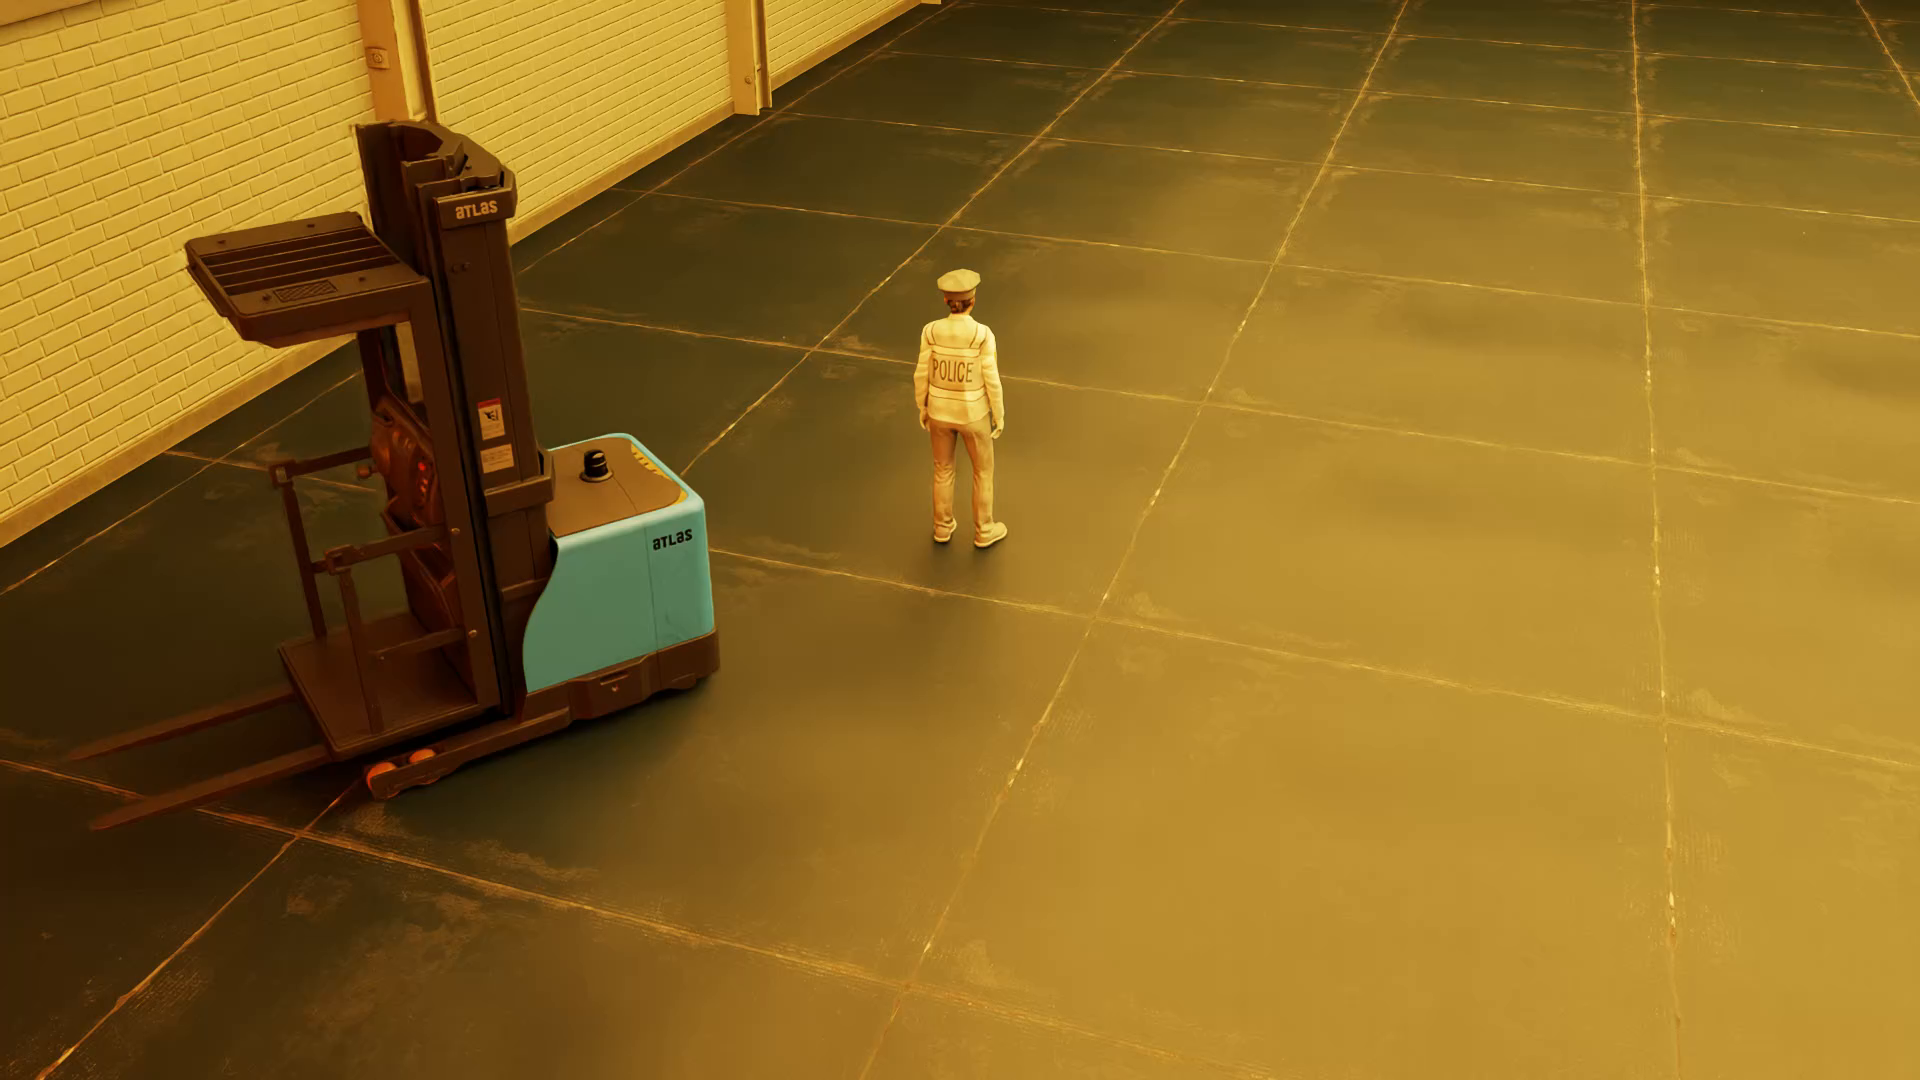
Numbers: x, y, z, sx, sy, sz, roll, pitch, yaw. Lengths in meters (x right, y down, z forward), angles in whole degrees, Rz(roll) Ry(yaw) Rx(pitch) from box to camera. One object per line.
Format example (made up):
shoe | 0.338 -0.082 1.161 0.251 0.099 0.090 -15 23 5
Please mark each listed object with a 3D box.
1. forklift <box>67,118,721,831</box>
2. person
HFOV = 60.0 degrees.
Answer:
forklift | -2.778 -0.340 7.732 3.031 2.935 1.130 -18 34 -29
person | 0.000 -0.737 9.712 0.529 1.662 0.372 9 31 15
